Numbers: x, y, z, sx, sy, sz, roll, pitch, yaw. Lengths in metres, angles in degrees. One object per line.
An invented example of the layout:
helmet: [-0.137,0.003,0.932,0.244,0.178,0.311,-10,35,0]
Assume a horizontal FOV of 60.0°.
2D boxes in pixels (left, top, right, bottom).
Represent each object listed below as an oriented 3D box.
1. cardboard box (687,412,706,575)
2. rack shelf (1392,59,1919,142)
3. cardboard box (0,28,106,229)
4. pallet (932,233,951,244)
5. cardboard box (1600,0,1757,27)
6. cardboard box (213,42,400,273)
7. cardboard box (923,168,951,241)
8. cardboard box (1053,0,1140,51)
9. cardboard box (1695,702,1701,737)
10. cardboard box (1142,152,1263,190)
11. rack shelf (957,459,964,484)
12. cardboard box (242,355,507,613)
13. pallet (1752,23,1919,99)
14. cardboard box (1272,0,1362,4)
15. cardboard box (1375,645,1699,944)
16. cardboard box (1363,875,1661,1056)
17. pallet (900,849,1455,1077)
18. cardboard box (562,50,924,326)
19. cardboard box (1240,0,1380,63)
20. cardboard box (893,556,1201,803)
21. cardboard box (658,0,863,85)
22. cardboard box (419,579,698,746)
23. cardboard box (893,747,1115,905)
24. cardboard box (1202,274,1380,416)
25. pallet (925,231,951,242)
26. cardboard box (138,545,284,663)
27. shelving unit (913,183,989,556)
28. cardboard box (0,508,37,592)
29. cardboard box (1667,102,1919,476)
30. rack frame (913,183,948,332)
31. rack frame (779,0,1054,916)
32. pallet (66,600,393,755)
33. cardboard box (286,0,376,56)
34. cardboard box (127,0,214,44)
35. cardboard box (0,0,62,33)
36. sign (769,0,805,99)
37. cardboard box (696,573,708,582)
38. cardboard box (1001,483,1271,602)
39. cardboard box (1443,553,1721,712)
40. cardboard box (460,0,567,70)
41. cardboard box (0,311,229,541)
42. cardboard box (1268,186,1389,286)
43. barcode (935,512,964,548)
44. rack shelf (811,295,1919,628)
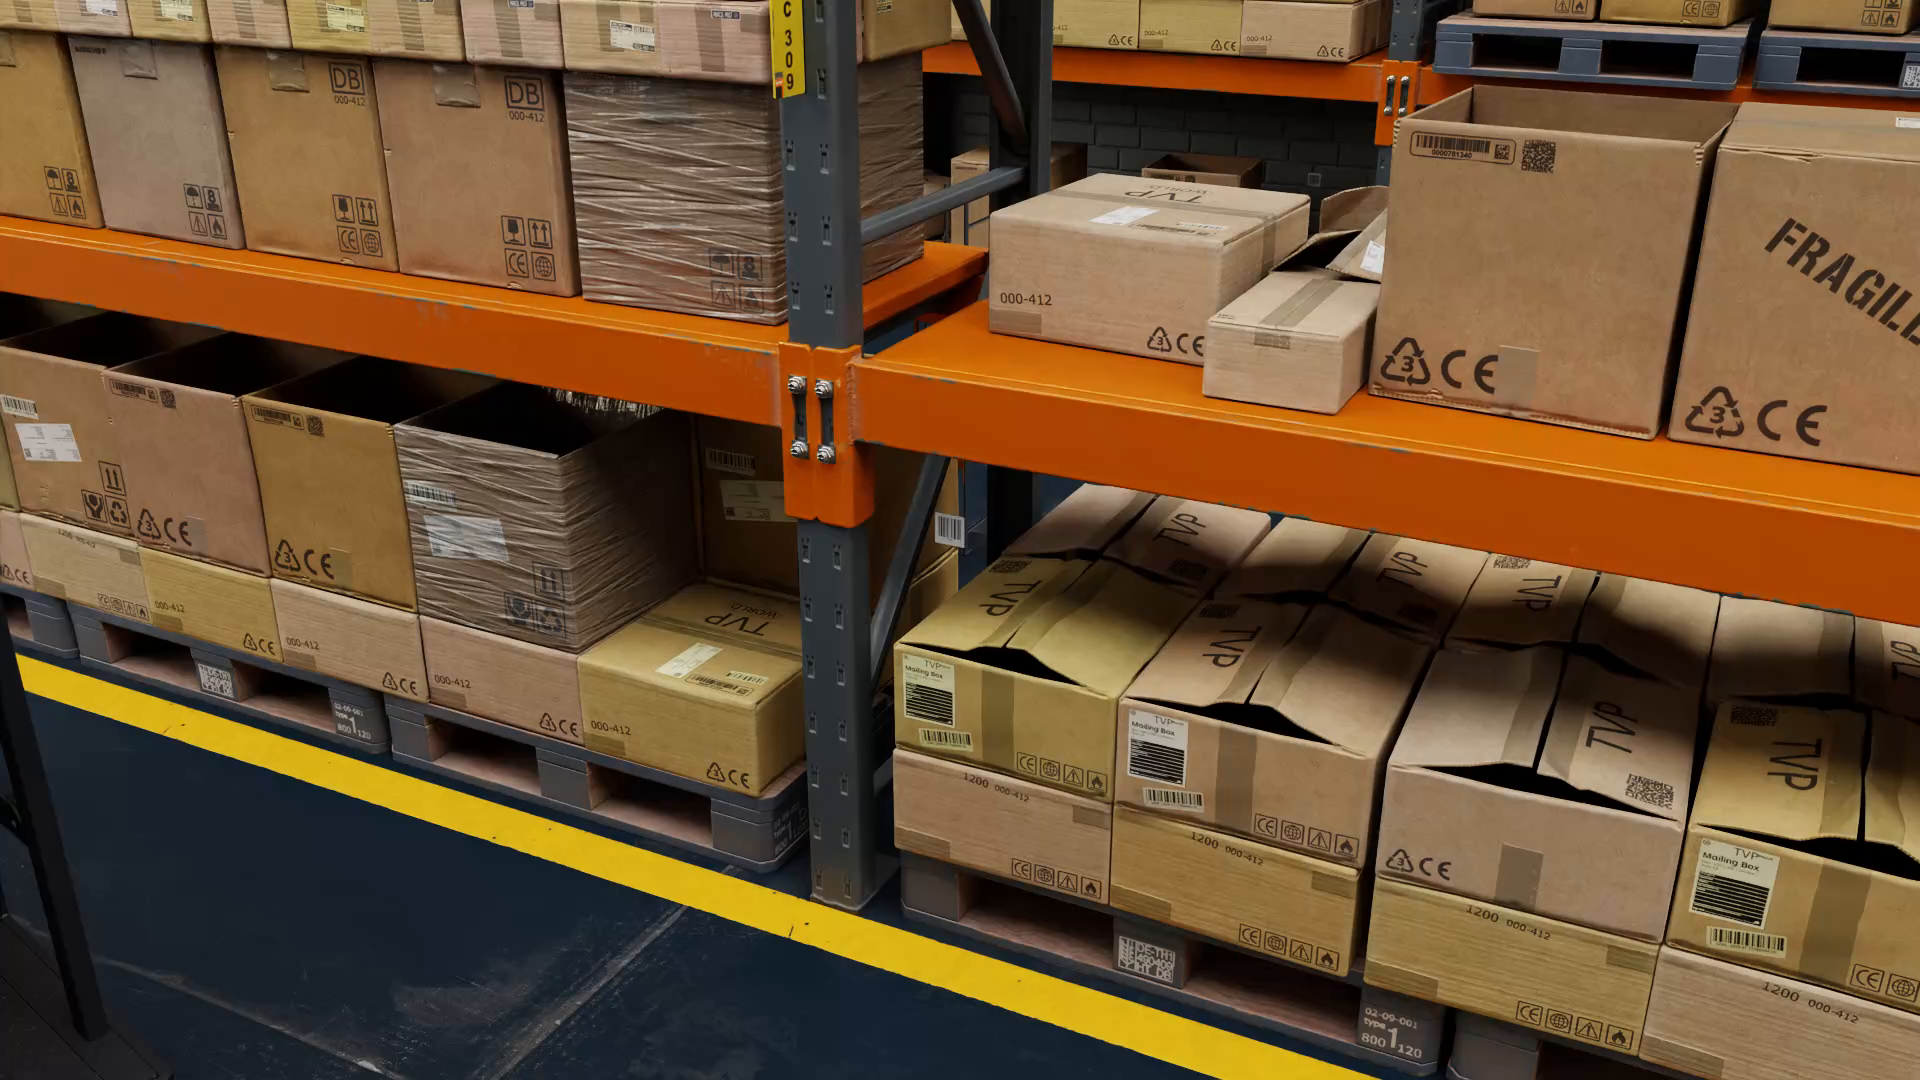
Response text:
cardboard box: [-0.783,-0.267,4.563,0.500,0.500,0.500,11,25,25]
rack shelf: [3.956,-1.763,6.983,4.000,0.370,1.077,11,25,25]
cardboard box: [-2.308,-1.202,4.615,0.500,0.500,0.700,11,26,25]
pallet: [0.463,-1.486,8.974,1.213,0.211,1.003,11,25,25]
cardboard box: [3.105,-2.493,7.090,0.500,0.500,0.700,14,27,30]
cardboard box: [-1.379,-1.020,4.188,0.500,0.500,0.700,12,26,25]
cardboard box: [-0.313,-1.865,9.176,0.500,0.311,0.500,14,27,29]
cardboard box: [0.715,-2.540,8.056,0.500,0.250,0.500,11,25,24]
cardboard box: [1.347,0.507,3.701,0.500,0.250,0.500,12,26,26]
cardboard box: [1.227,-1.669,8.474,0.500,0.500,0.500,9,25,21]
rack shelf: [-0.013,-0.293,5.633,0.180,0.103,0.258,11,25,25]
cardboard box: [-1.462,-0.175,4.347,0.500,0.500,0.500,11,25,25]
pallet: [3.955,-1.988,6.838,1.213,0.211,1.003,11,25,25]
cardboard box: [1.609,-2.708,7.494,0.500,0.500,0.500,11,25,24]
cardboard box: [1.102,0.438,3.147,0.500,0.311,0.500,10,25,23]
cardboard box: [1.106,0.694,3.262,0.500,0.250,0.500,10,25,23]
pallet: [0.614,0.683,3.875,1.213,0.211,1.003,11,25,25]
cardboard box: [-0.460,-0.839,3.762,0.500,0.500,0.700,10,25,23]
cardboard box: [1.611,-2.366,7.646,0.500,0.250,0.500,11,26,25]
cardboard box: [0.195,0.257,3.573,0.500,0.311,0.500,11,26,25]
cardboard box: [-0.400,-1.035,3.393,0.250,0.149,0.380,11,25,24]
cardboard box: [-1.015,0.258,4.288,0.500,0.250,0.500,11,25,25]
cardboard box: [0.187,0.513,3.688,0.500,0.250,0.500,11,25,23]
cardboard box: [0.638,-0.373,3.116,0.250,0.149,0.380,11,25,25]
pallet: [-0.622,-1.702,9.481,1.213,0.211,1.003,11,25,25]
cardboard box: [-1.915,0.087,4.690,0.500,0.250,0.500,11,25,25]
shelving unit: [-0.013,-0.555,5.521,0.189,1.200,0.258,11,25,25]
cardboard box: [-2.805,-0.092,5.110,0.500,0.250,0.500,11,25,25]
cardboard box: [1.534,-0.440,2.824,0.500,0.500,0.500,11,25,25]
rack frame: [-0.095,-0.571,5.559,0.006,1.200,0.240,11,25,25]
rack frame: [-0.061,-0.717,3.603,0.127,3.000,1.000,11,25,25]
pallet: [-1.845,0.196,5.019,1.213,0.211,1.003,11,25,25]
cardboard box: [-1.308,-1.215,3.817,0.250,0.149,0.380,11,25,24]
cardboard box: [-1.771,-1.305,4.030,0.250,0.149,0.380,12,26,26]
cardboard box: [-2.227,-1.397,4.244,0.250,0.149,0.380,11,25,24]
sign: [-0.310,-0.958,2.962,0.005,0.325,0.100,11,25,25]
cardboard box: [-0.782,0.077,4.712,0.500,0.250,0.500,11,25,25]
cardboard box: [0.430,0.069,4.016,0.500,0.311,0.500,11,25,25]
cardboard box: [1.341,0.247,3.596,0.500,0.311,0.500,11,25,24]
cardboard box: [-0.855,-1.124,3.604,0.250,0.149,0.380,10,25,23]
cardboard box: [-2.353,-0.352,4.764,0.500,0.500,0.500,11,25,25]
cardboard box: [0.807,-0.564,3.415,0.258,0.266,0.396,11,25,23]
barcode: [-0.021,-0.020,3.370,0.075,0.075,0.001,11,25,25]
rack shelf: [1.724,-0.033,2.913,4.000,0.370,1.077,11,25,25]
